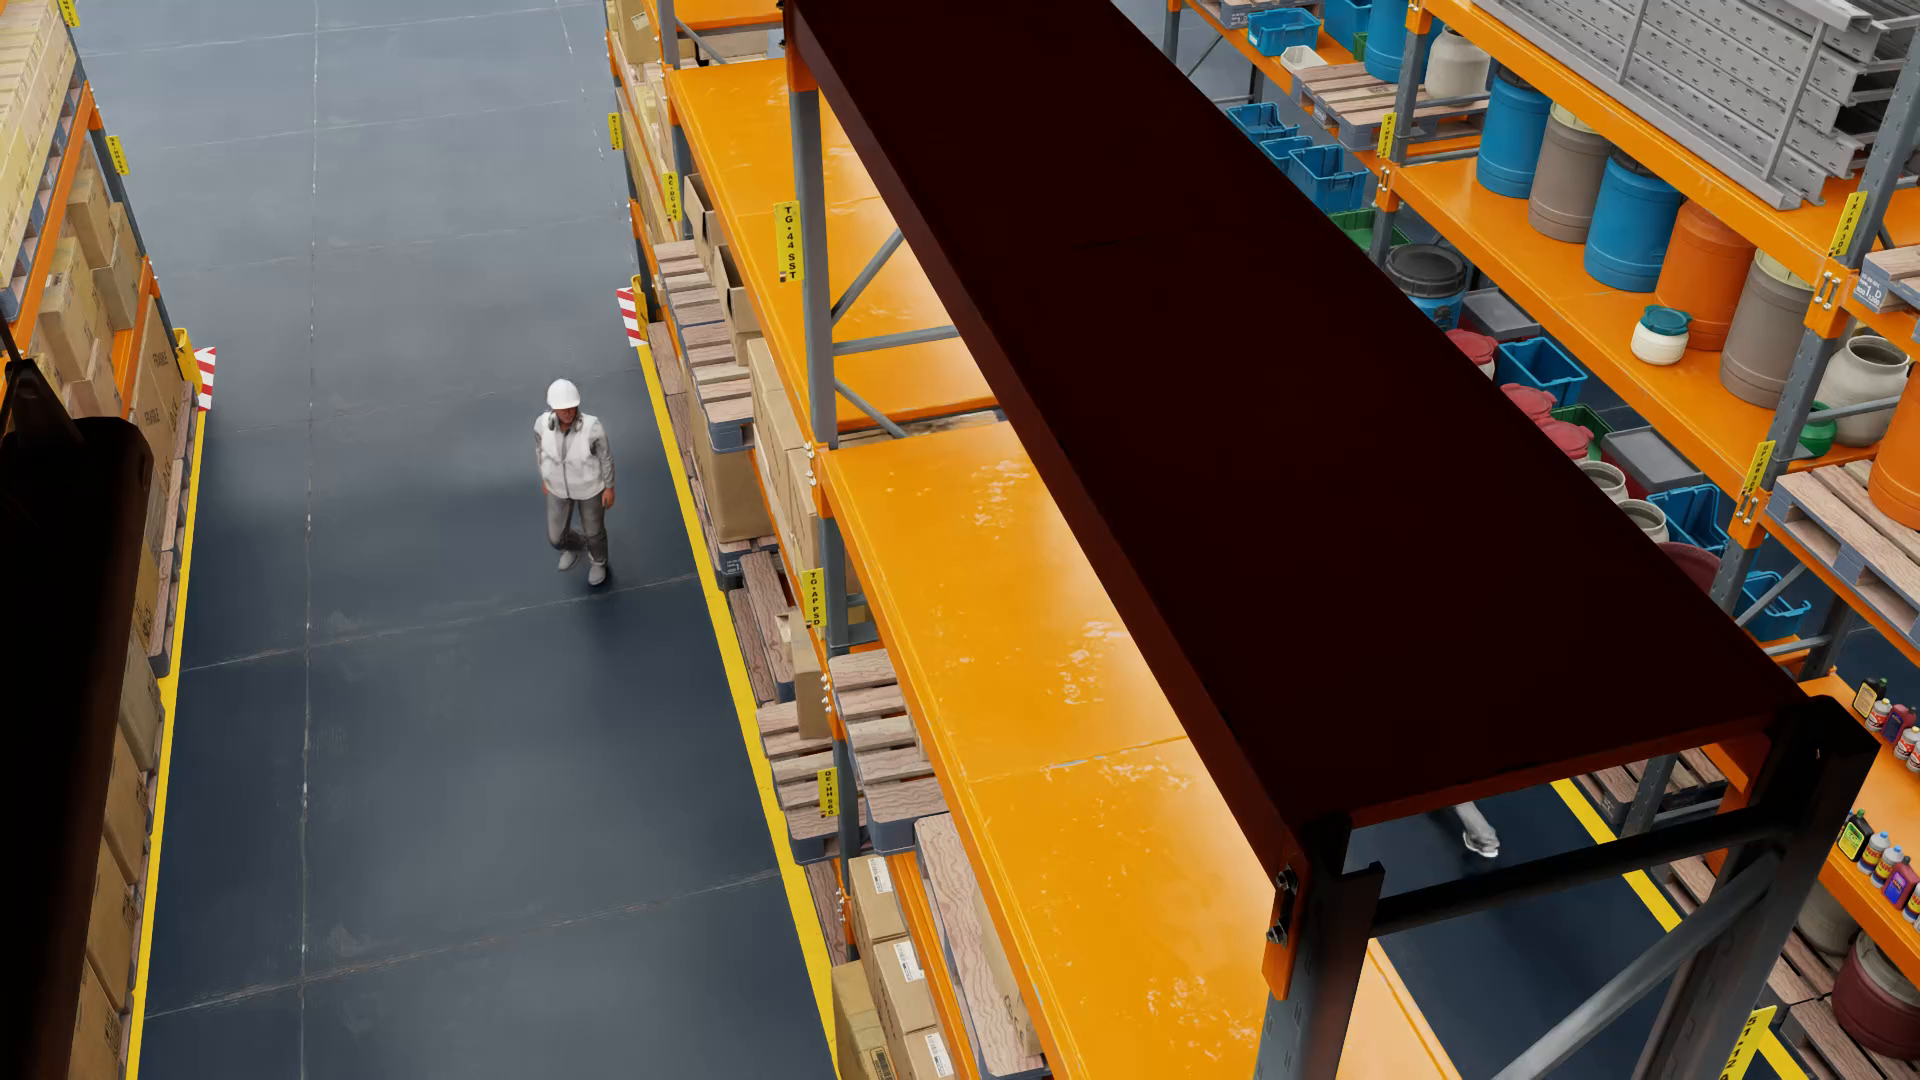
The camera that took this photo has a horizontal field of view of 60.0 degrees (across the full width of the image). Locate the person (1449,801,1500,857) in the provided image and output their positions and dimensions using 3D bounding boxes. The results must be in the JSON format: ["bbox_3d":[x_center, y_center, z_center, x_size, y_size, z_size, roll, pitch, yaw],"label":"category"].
[{"bbox_3d":[3.062,1.138,9.902,0.465,1.350,0.941,-16,41,-19],"label":"person"}]

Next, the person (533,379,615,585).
[{"bbox_3d":[-2.735,-0.395,11.887,0.566,1.761,0.468,3,39,4],"label":"person"}]

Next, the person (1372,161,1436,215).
[{"bbox_3d":[4.634,-3.946,16.380,0.910,1.764,0.612,10,39,12],"label":"person"}]
